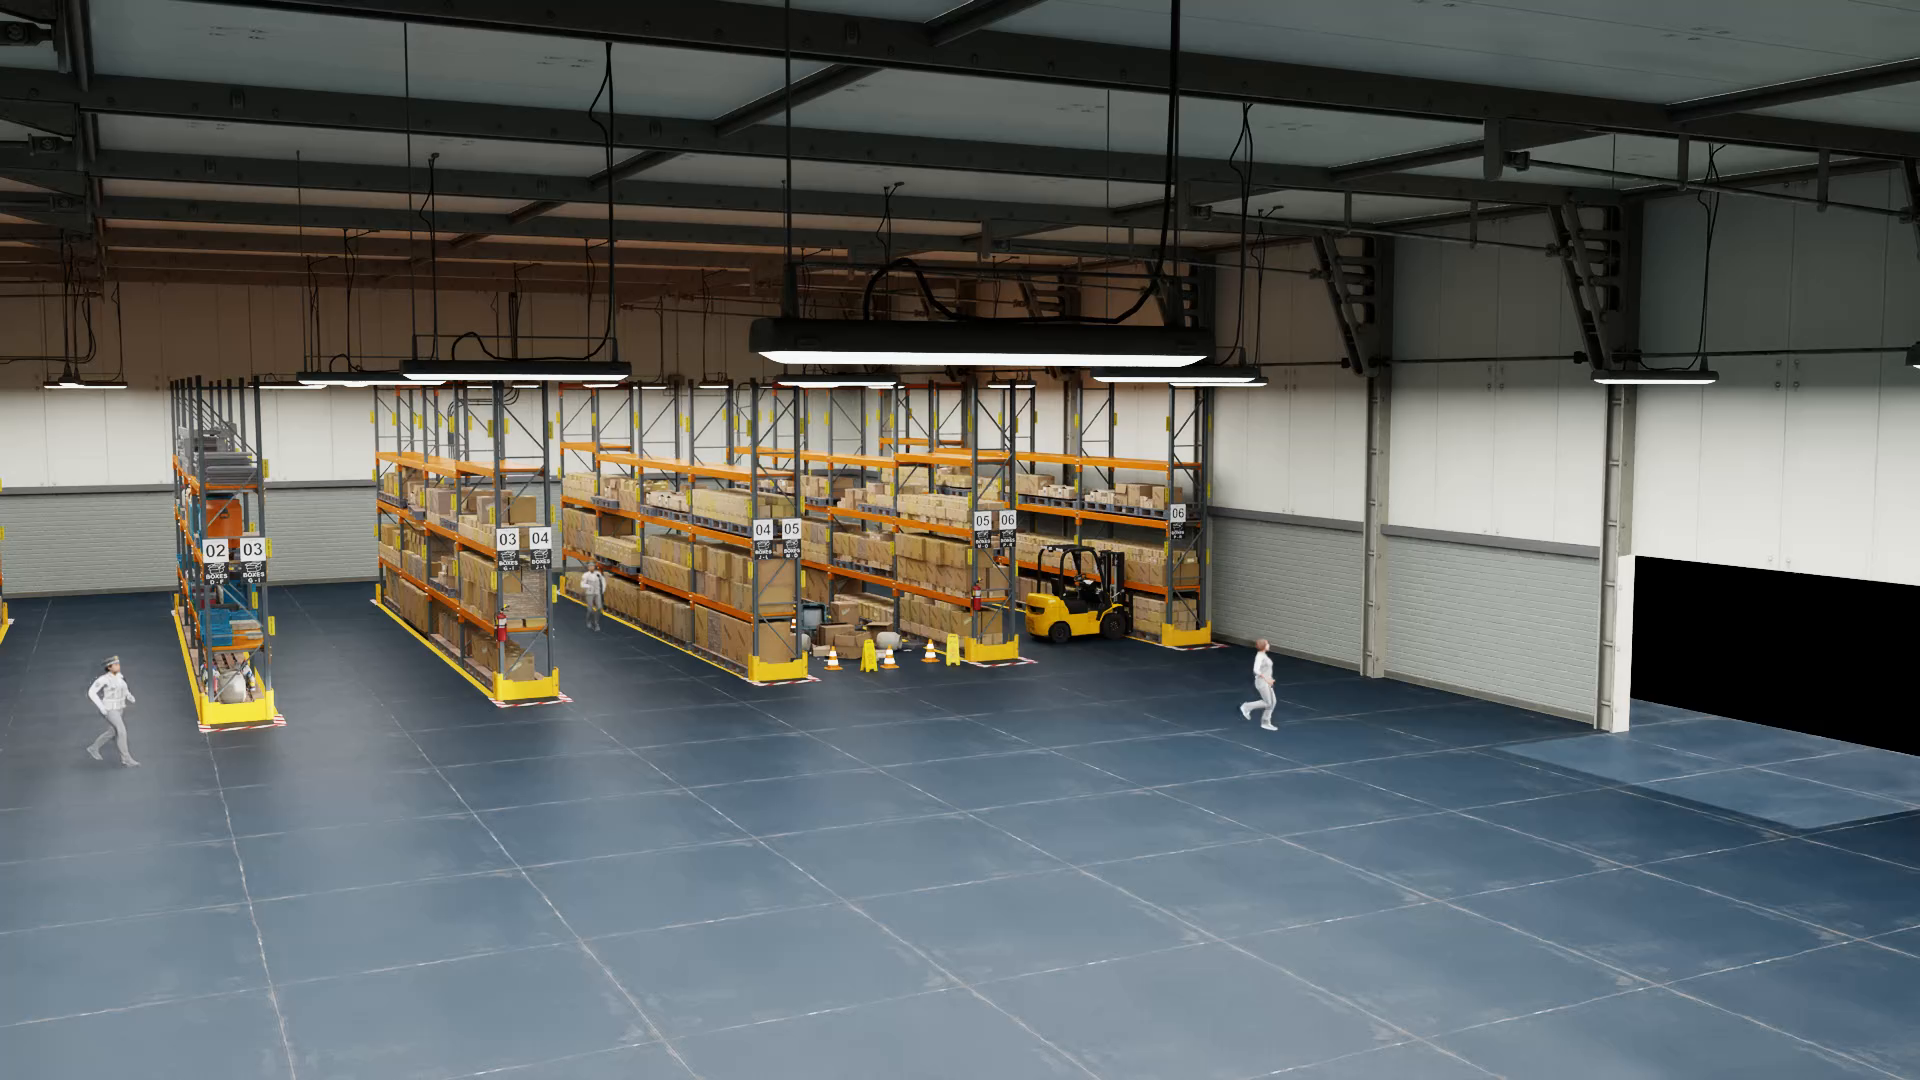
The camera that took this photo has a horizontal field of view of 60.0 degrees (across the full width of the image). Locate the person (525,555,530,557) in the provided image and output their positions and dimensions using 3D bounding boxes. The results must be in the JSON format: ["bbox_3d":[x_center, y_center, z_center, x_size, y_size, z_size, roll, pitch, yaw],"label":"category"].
[{"bbox_3d":[-12.038,0.841,46.012,0.543,1.630,0.710,-2,6,-23],"label":"person"}]

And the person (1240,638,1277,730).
[{"bbox_3d":[5.098,2.448,28.271,0.617,1.564,0.545,2,5,17],"label":"person"}]

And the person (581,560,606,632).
[{"bbox_3d":[-8.821,1.342,40.045,0.618,1.728,0.733,-2,5,-22],"label":"person"}]

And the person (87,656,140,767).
[{"bbox_3d":[-13.013,2.616,25.502,0.875,1.709,0.621,0,5,5],"label":"person"}]
